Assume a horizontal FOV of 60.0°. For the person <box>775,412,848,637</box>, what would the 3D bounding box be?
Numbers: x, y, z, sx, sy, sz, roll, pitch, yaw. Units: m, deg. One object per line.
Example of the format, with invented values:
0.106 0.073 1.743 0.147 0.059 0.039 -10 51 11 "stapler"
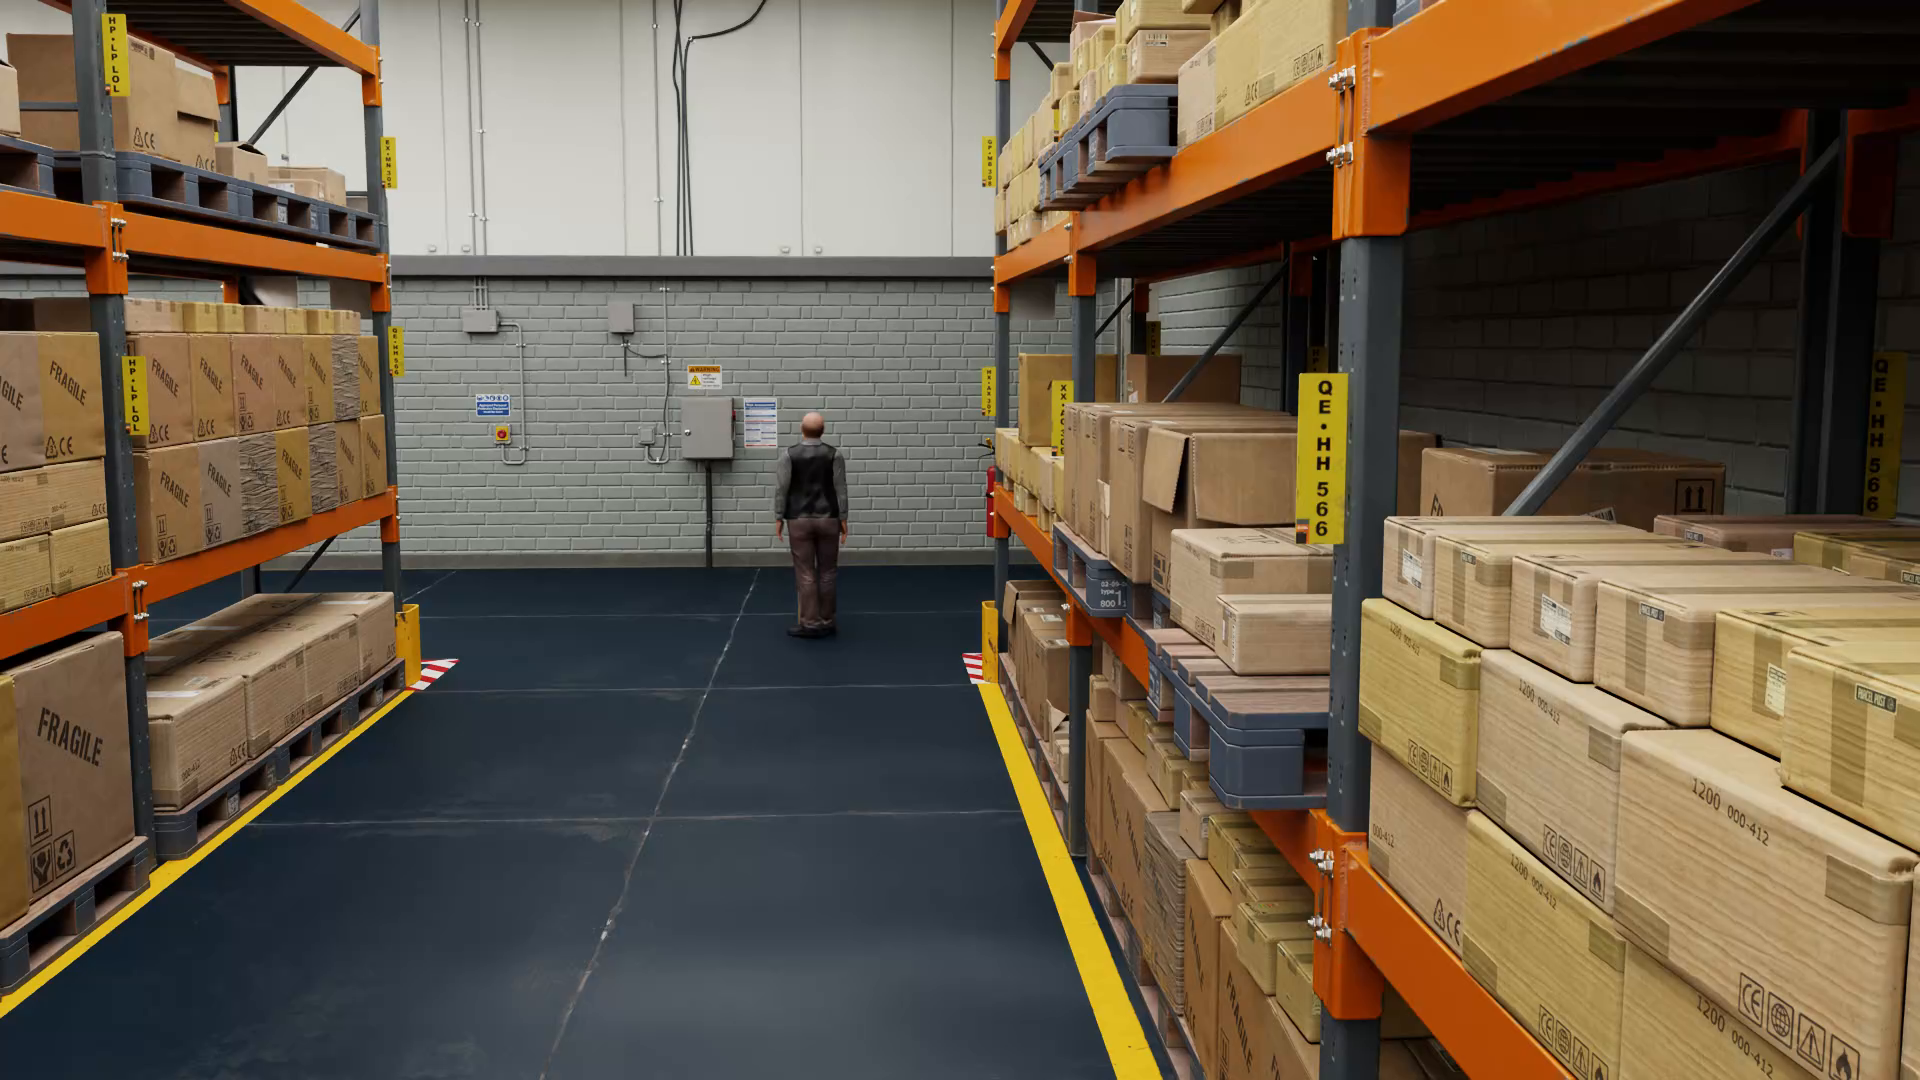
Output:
-1.145 -0.124 12.825 0.553 1.724 0.455 -1 7 -12 "person"
